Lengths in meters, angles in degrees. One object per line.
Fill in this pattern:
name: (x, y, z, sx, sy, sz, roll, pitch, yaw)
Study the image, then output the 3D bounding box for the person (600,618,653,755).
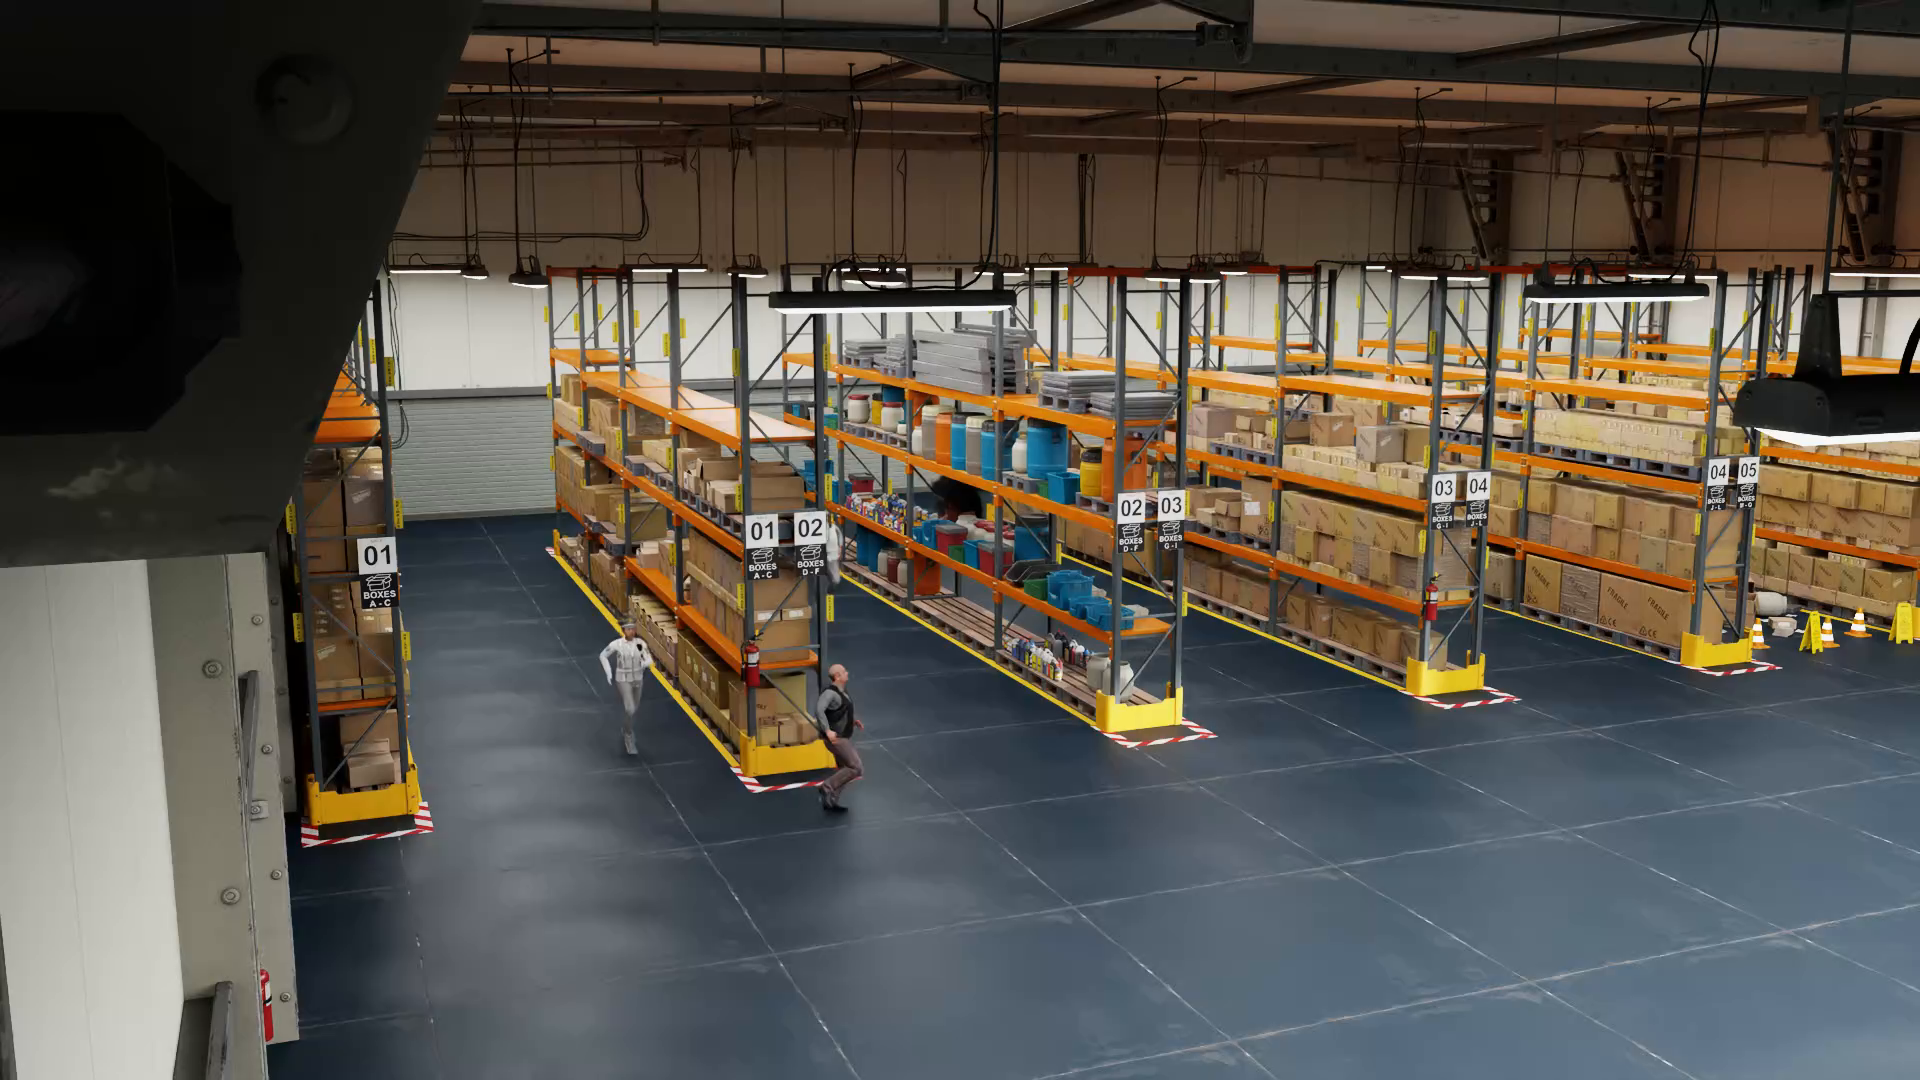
person: (-4.215, 1.845, 21.232, 0.580, 1.749, 0.729, -7, 12, -35)

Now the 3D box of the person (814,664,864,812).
person: (-1.357, 2.247, 18.985, 0.522, 1.665, 0.686, 1, 10, 3)

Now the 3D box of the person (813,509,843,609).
person: (-2.245, 0.322, 28.070, 0.678, 1.748, 0.760, -4, 11, -22)
